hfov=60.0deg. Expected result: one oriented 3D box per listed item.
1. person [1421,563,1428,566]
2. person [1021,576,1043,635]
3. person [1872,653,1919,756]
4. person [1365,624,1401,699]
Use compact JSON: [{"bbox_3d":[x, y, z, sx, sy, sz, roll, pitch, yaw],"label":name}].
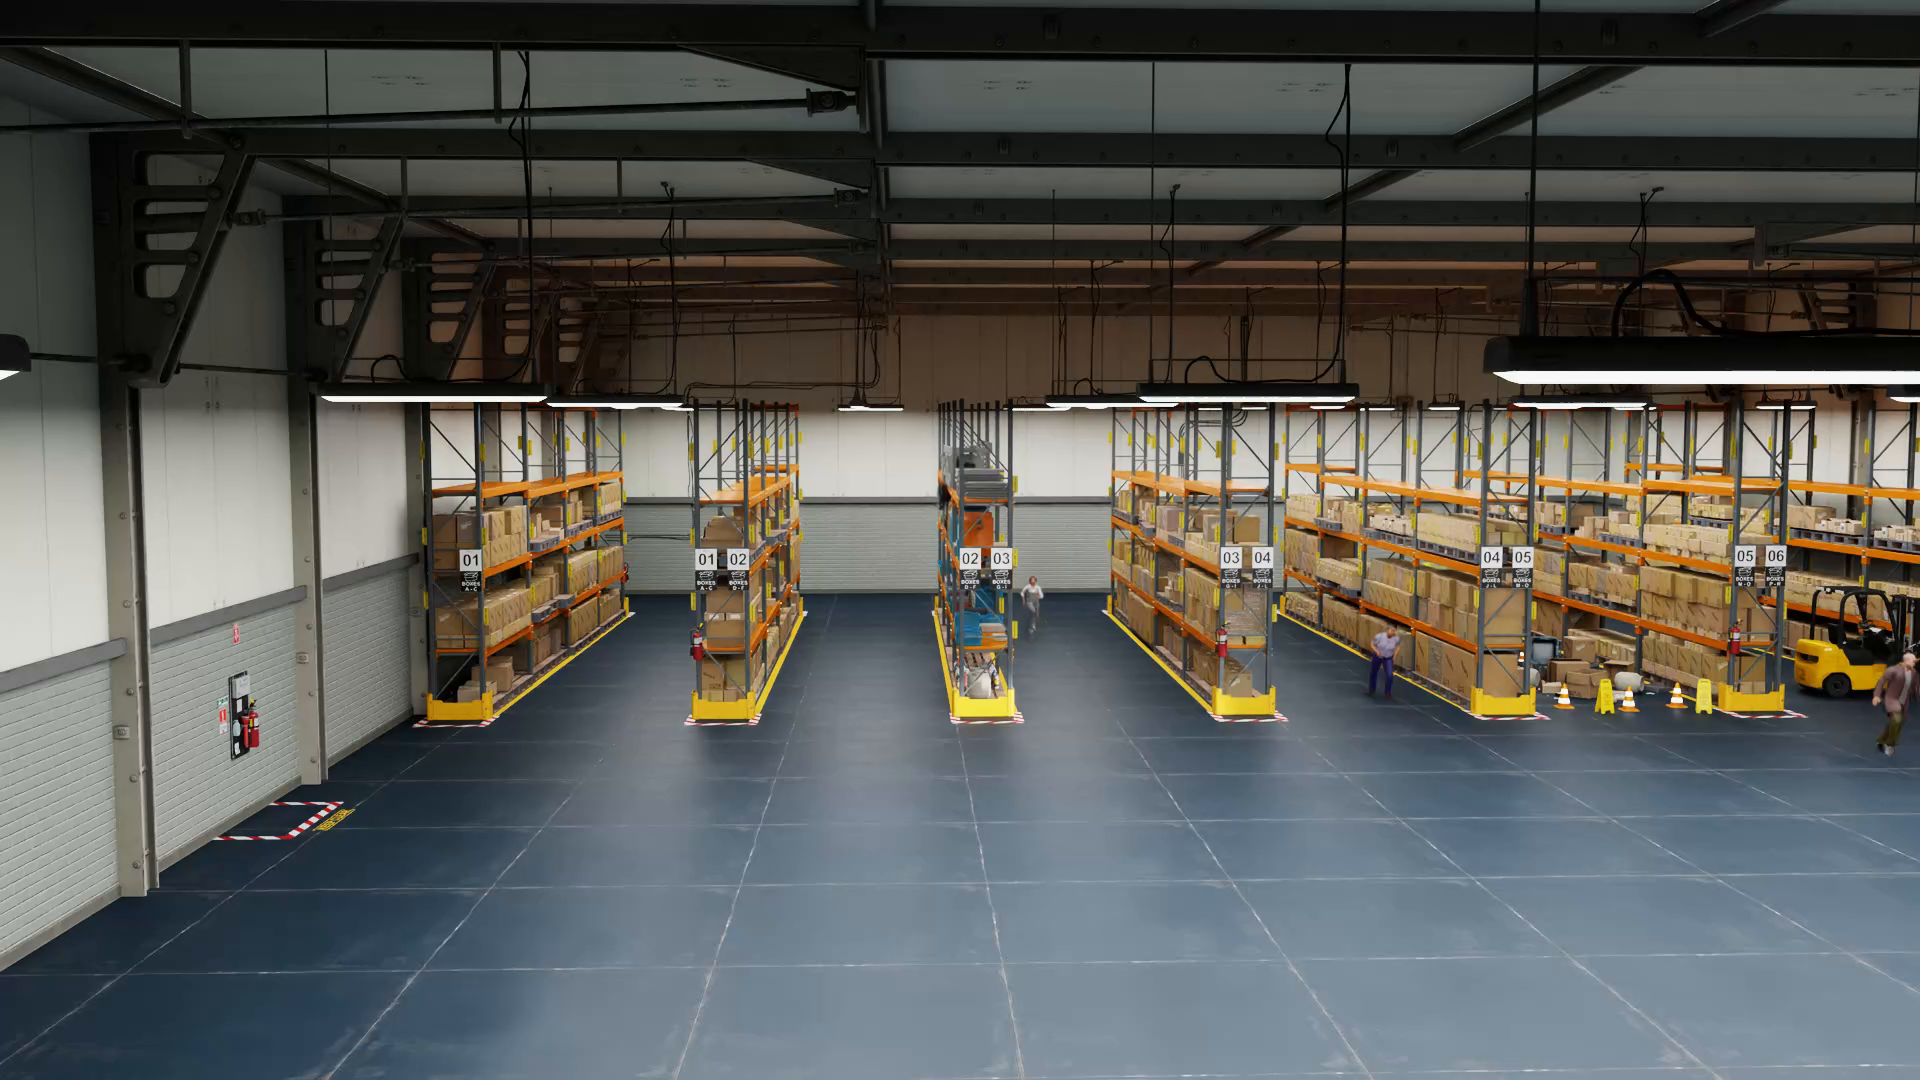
[{"bbox_3d":[12.602,1.478,44.800,0.696,1.713,0.741,-2,5,-27],"label":"person"},{"bbox_3d":[1.843,1.673,42.186,0.526,1.540,0.888,-1,4,-12],"label":"person"},{"bbox_3d":[15.795,2.803,28.043,0.696,1.613,0.794,-1,4,-15],"label":"person"},{"bbox_3d":[8.551,2.442,33.592,0.701,1.548,0.772,1,4,13],"label":"person"}]
